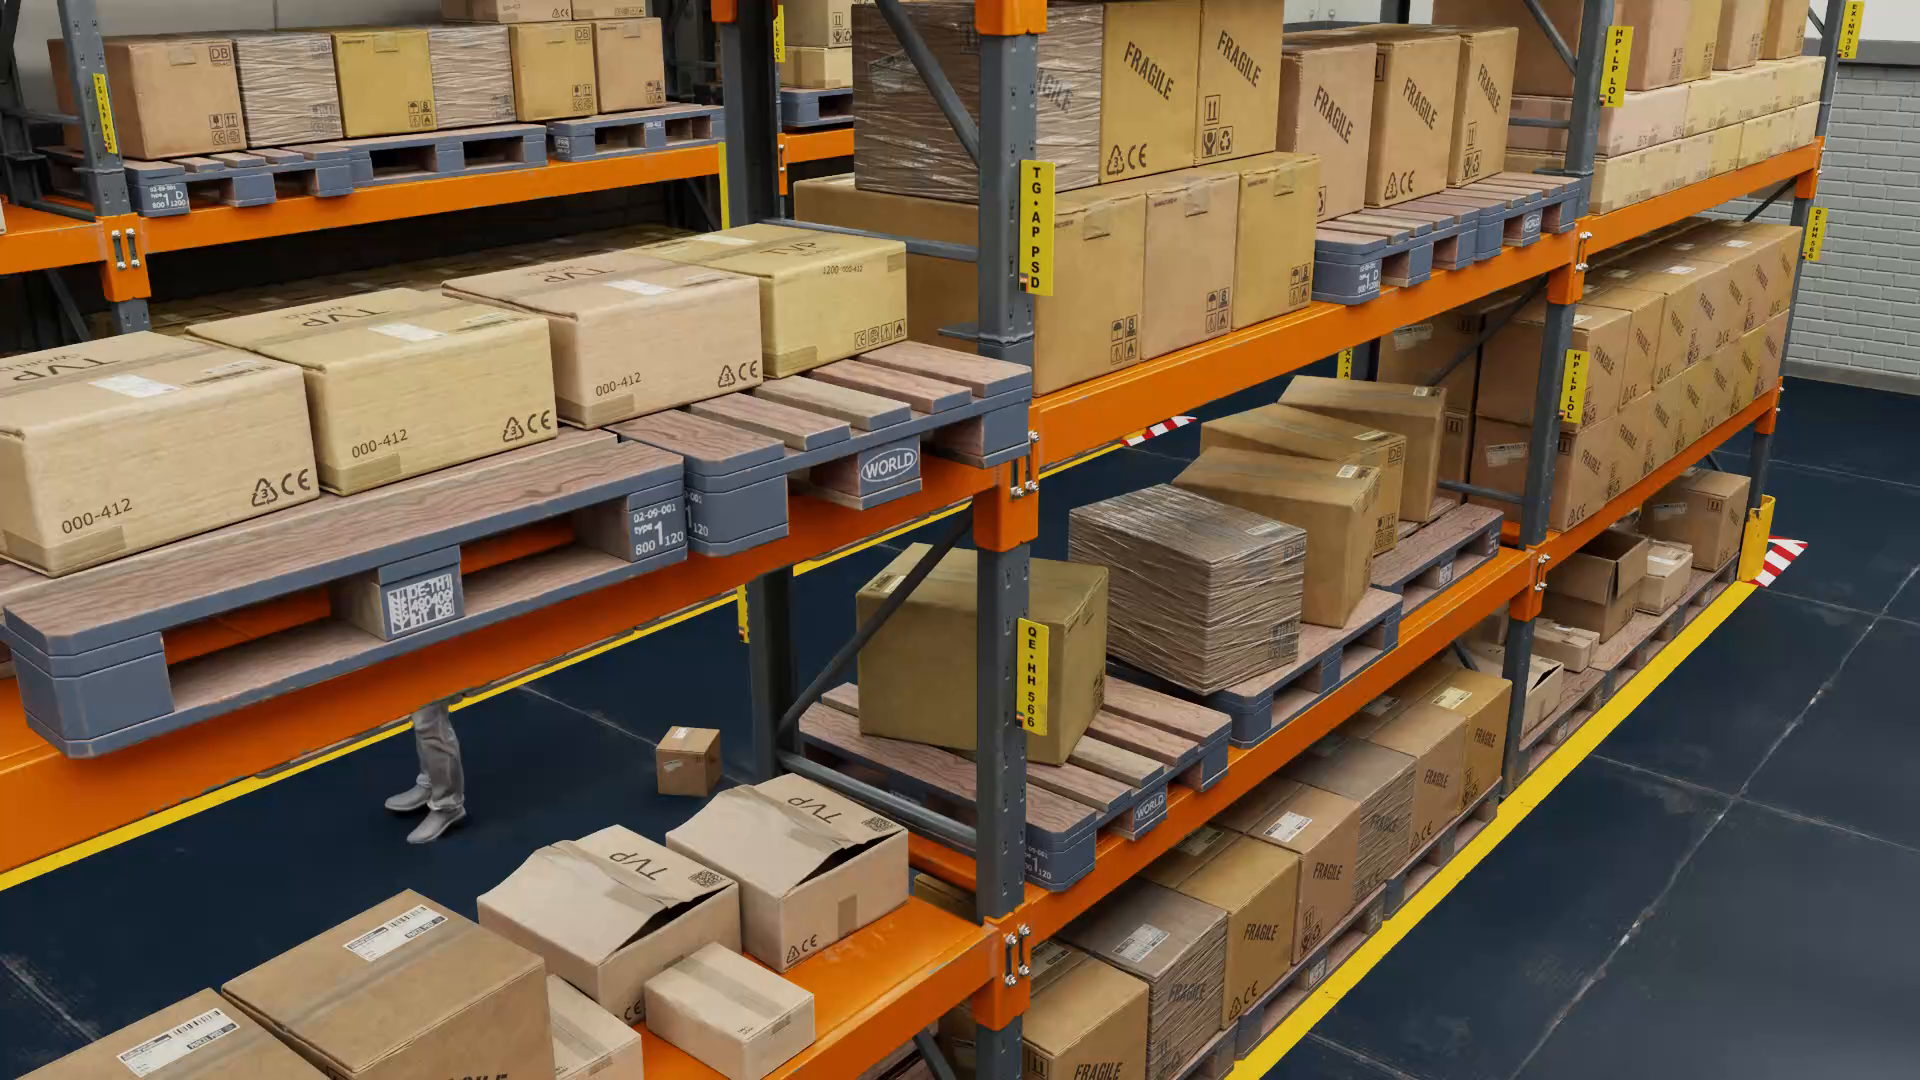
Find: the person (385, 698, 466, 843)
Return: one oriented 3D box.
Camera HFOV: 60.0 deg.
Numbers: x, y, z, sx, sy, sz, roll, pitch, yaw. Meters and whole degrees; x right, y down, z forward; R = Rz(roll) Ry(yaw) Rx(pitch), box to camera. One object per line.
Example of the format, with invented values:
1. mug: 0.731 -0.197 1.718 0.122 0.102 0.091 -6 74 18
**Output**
1. person: -2.516 0.475 7.720 0.456 1.815 0.614 -12 23 -29
